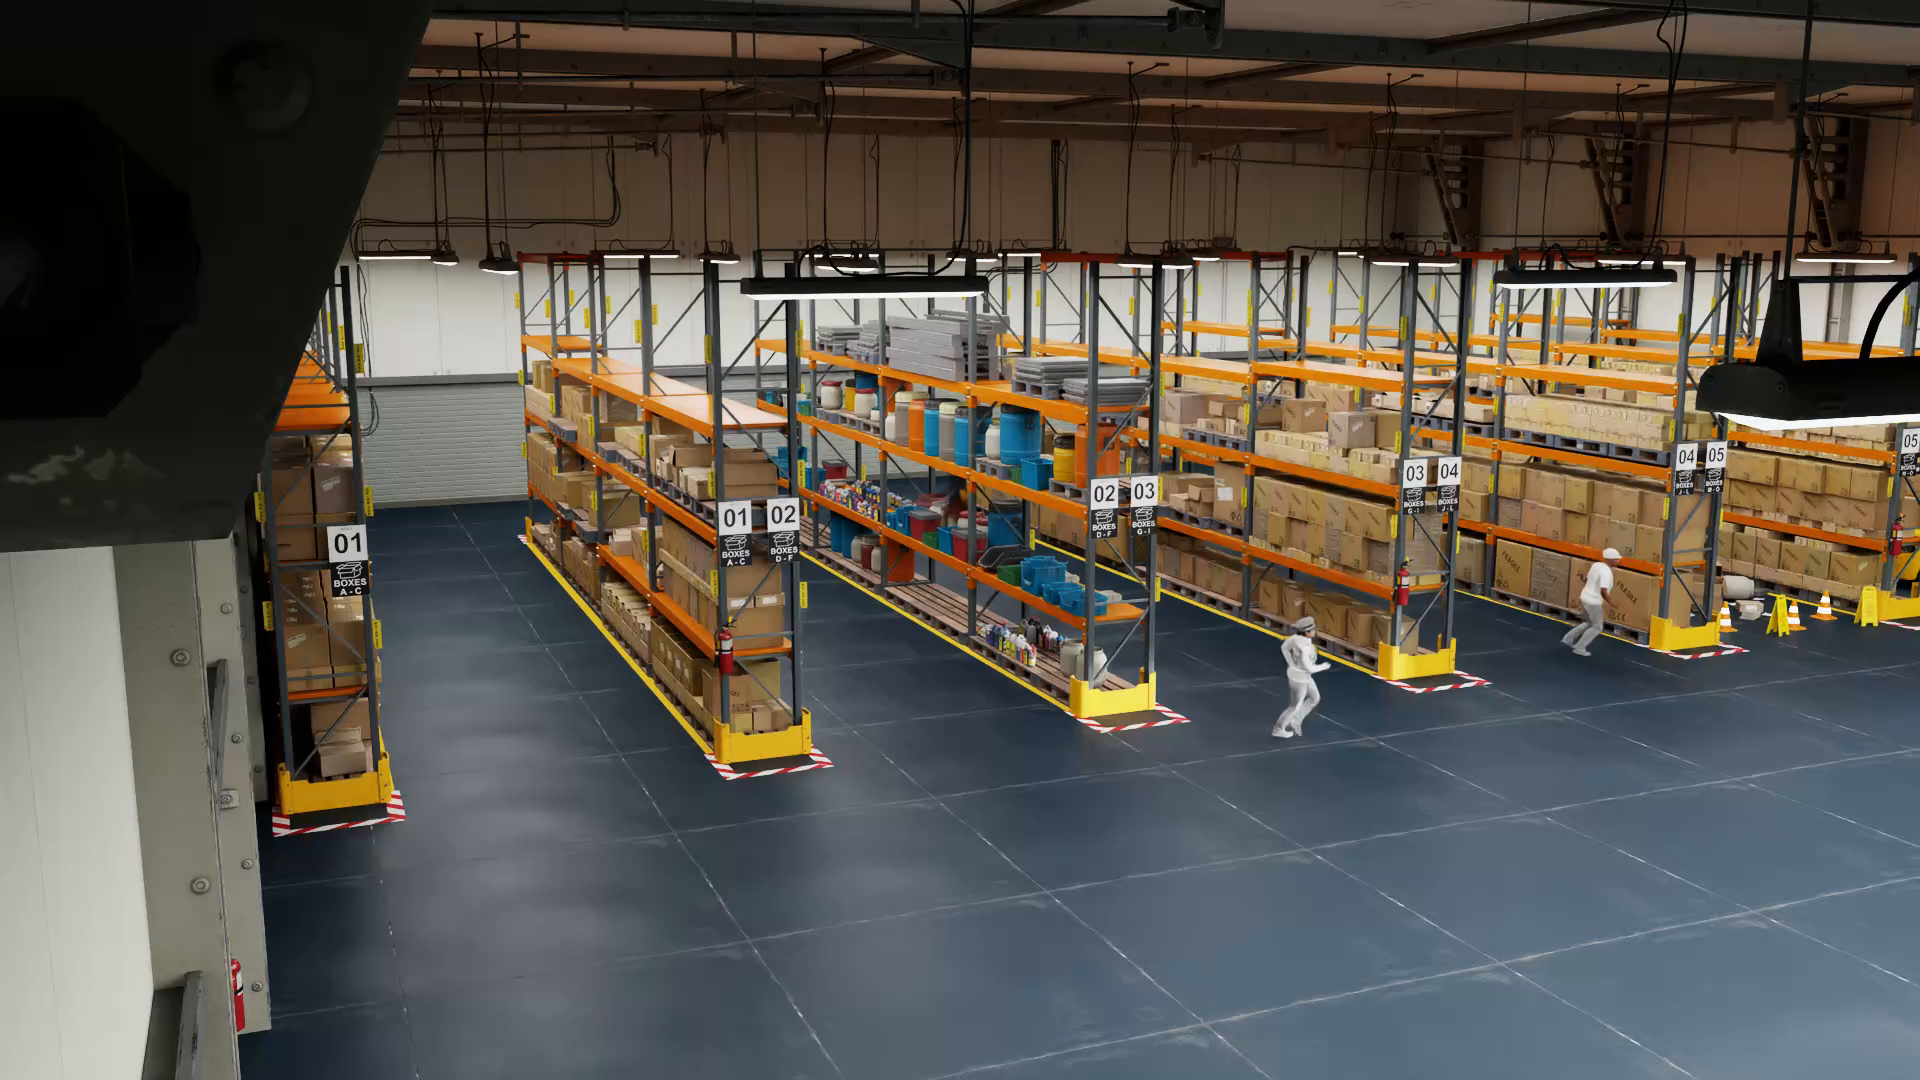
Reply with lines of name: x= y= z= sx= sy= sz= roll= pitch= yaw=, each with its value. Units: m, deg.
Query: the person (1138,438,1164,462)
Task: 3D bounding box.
person: x=4.702 y=-1.994 z=41.548 sx=0.720 sy=1.567 sz=0.738 roll=10 pitch=14 yaw=43

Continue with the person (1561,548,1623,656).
person: x=9.594 y=0.949 z=25.230 sx=0.774 sy=1.686 sz=0.678 roll=2 pitch=10 yaw=9

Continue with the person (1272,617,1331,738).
person: x=4.304 y=1.755 z=20.919 sx=0.689 sy=1.651 sz=0.673 roll=1 pitch=10 yaw=6
